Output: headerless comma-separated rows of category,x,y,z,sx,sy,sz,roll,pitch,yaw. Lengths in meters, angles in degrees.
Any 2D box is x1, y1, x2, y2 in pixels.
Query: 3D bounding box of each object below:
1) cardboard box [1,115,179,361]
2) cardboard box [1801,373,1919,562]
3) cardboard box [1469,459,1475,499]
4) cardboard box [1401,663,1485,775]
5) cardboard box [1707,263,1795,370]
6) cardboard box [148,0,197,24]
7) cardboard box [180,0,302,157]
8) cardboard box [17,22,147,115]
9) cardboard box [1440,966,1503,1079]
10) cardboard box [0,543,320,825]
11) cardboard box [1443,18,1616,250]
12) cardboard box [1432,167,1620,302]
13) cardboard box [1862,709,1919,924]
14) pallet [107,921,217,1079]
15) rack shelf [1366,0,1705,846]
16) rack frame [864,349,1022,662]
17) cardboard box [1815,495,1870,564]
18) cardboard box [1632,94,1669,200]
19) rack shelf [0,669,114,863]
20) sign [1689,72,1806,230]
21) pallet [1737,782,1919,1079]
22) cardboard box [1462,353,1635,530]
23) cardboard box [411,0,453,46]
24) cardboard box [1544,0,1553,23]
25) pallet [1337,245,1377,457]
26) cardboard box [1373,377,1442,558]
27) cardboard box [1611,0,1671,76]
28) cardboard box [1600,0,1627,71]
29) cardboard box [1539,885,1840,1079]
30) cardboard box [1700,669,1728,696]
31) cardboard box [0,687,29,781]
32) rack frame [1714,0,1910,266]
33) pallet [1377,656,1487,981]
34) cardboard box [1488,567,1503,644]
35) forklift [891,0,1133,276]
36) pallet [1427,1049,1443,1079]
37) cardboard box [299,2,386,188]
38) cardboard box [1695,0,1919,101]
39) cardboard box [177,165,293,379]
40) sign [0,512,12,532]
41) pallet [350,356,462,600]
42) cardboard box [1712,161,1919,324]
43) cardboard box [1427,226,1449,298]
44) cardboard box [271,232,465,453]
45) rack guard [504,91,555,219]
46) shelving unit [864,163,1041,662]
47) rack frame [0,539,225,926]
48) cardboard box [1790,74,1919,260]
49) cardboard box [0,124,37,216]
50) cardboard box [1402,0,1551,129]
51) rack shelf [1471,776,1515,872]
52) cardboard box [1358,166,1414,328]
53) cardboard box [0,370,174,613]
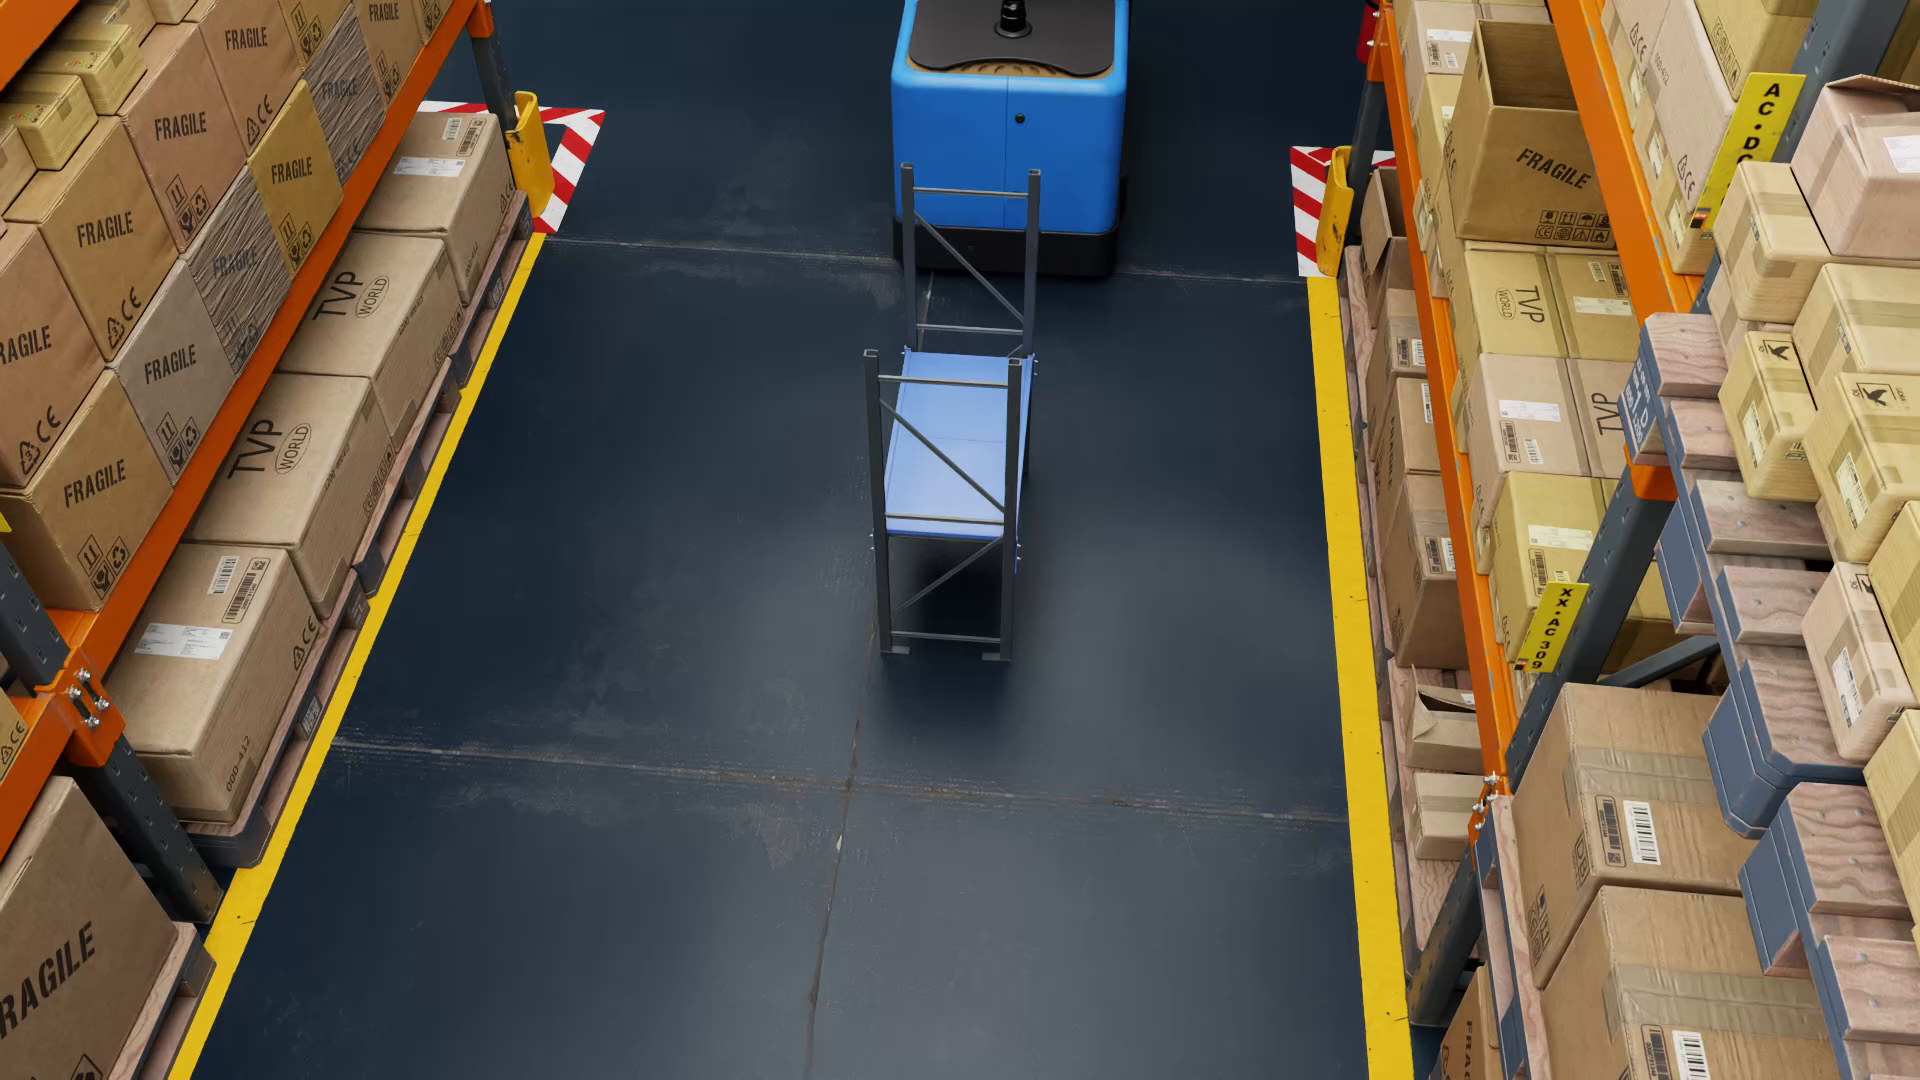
cardboard box,-2.664,-0.875,4.772,0.500,0.500,0.500,3,48,3
cardboard box,1.460,-0.097,2.390,0.380,0.149,0.250,3,48,3
cardboard box,1.773,-0.211,5.080,0.380,0.149,0.250,5,48,5
cardboard box,1.734,0.621,5.717,0.396,0.266,0.258,5,48,5
cardboard box,1.519,-0.378,2.848,0.380,0.149,0.250,5,48,4
cardboard box,-2.556,-1.722,5.107,0.380,0.149,0.250,4,48,4
cardboard box,-2.557,-1.621,5.454,0.500,0.500,0.500,4,48,3
cardboard box,-2.588,-1.356,4.772,0.380,0.149,0.250,3,48,2
cardboard box,1.675,1.574,4.687,0.500,0.500,0.500,6,48,5
cardboard box,-2.837,0.470,5.739,0.875,0.438,0.875,3,48,3
cardboard box,1.861,-1.293,5.291,0.500,0.500,0.500,5,48,5
cardboard box,1.884,-1.022,5.552,0.500,0.250,0.500,3,48,3
cardboard box,1.429,0.372,2.162,0.380,0.149,0.250,3,48,3
pallet,-2.996,1.714,5.039,1.003,0.211,1.213,4,48,4
rack shelf,2.125,-0.695,5.840,1.077,0.370,4.000,4,48,4
rack frame,-0.054,-0.070,5.798,0.500,1.500,0.032,4,48,4
cardboard box,1.536,0.002,2.500,0.380,0.149,0.250,4,48,4
cardboard box,1.707,-0.859,3.641,0.380,0.149,0.250,4,48,3
rack shelf,-3.183,1.913,3.455,1.077,0.370,4.000,4,48,4
sign,1.402,-0.686,2.961,0.100,0.325,0.005,4,48,4
pallet,1.722,0.820,2.062,1.213,0.211,1.003,4,48,4
cardboard box,1.777,-0.278,4.871,0.500,0.250,0.500,4,48,4
cardboard box,-2.416,-2.400,6.845,0.500,0.500,0.500,4,48,4
cardboard box,2.530,-2.101,6.539,0.500,0.250,0.500,5,48,5
pallet,2.229,-0.824,7.361,1.003,0.211,1.213,4,48,4
cardboard box,1.893,-0.255,6.360,0.500,0.500,0.500,5,48,4
cardboard box,1.774,-1.284,3.759,0.500,0.250,0.500,2,48,2
cardboard box,1.767,-1.236,3.986,0.380,0.149,0.250,4,48,3
cardboard box,1.629,1.077,3.379,0.700,0.500,0.500,4,48,4
cardboard box,2.246,0.388,4.533,0.380,0.149,0.250,4,48,4
cardboard box,-2.790,0.598,4.272,0.500,0.250,0.500,3,48,3
rack frame,1.943,-1.493,2.017,1.000,3.000,0.127,4,48,4
pallet,2.006,0.968,5.721,1.003,0.211,1.213,4,48,4
cardboard box,1.722,0.173,4.730,0.380,0.149,0.250,5,48,5
forklift,0.322,-3.312,7.793,1.130,2.935,3.031,3,48,3
pallet,1.906,2.073,4.711,1.003,0.211,1.213,4,48,4
cardboard box,-2.514,-1.654,6.162,0.500,0.500,0.500,5,48,5
cardboard box,1.749,-1.086,3.239,0.500,0.250,0.500,4,48,4
cardboard box,-2.595,-0.895,5.468,0.500,0.500,0.500,4,48,4
sign,-2.459,-0.134,4.109,0.100,0.325,0.005,4,48,4
pallet,-2.745,-0.311,6.891,1.003,0.211,1.213,4,48,4
cardboard box,1.479,-0.482,2.741,0.380,0.149,0.250,5,48,5
cardboard box,1.833,-0.961,5.767,0.380,0.149,0.250,5,48,4
cardboard box,-2.672,-0.851,6.947,0.875,0.438,0.875,5,48,5
rack guard,-2.634,-1.913,8.160,1.175,0.500,0.348,4,48,4
shelving unit,-0.008,-0.443,6.139,0.538,1.500,1.048,4,48,4
rack frame,-3.001,0.201,4.534,1.000,3.000,0.127,4,48,4
cardboard box,1.568,-0.614,2.581,0.396,0.266,0.258,3,48,3
cardboard box,-2.725,-0.984,4.432,0.380,0.149,0.250,3,48,3
cardboard box,1.952,-1.771,6.237,0.500,0.250,0.500,4,48,4
rack shelf,1.760,2.244,3.152,1.077,0.370,4.000,4,48,4
cardboard box,2.157,-1.264,7.280,0.797,0.503,0.637,2,48,2
cardboard box,-2.697,-0.160,4.796,0.500,0.500,0.500,5,48,5
